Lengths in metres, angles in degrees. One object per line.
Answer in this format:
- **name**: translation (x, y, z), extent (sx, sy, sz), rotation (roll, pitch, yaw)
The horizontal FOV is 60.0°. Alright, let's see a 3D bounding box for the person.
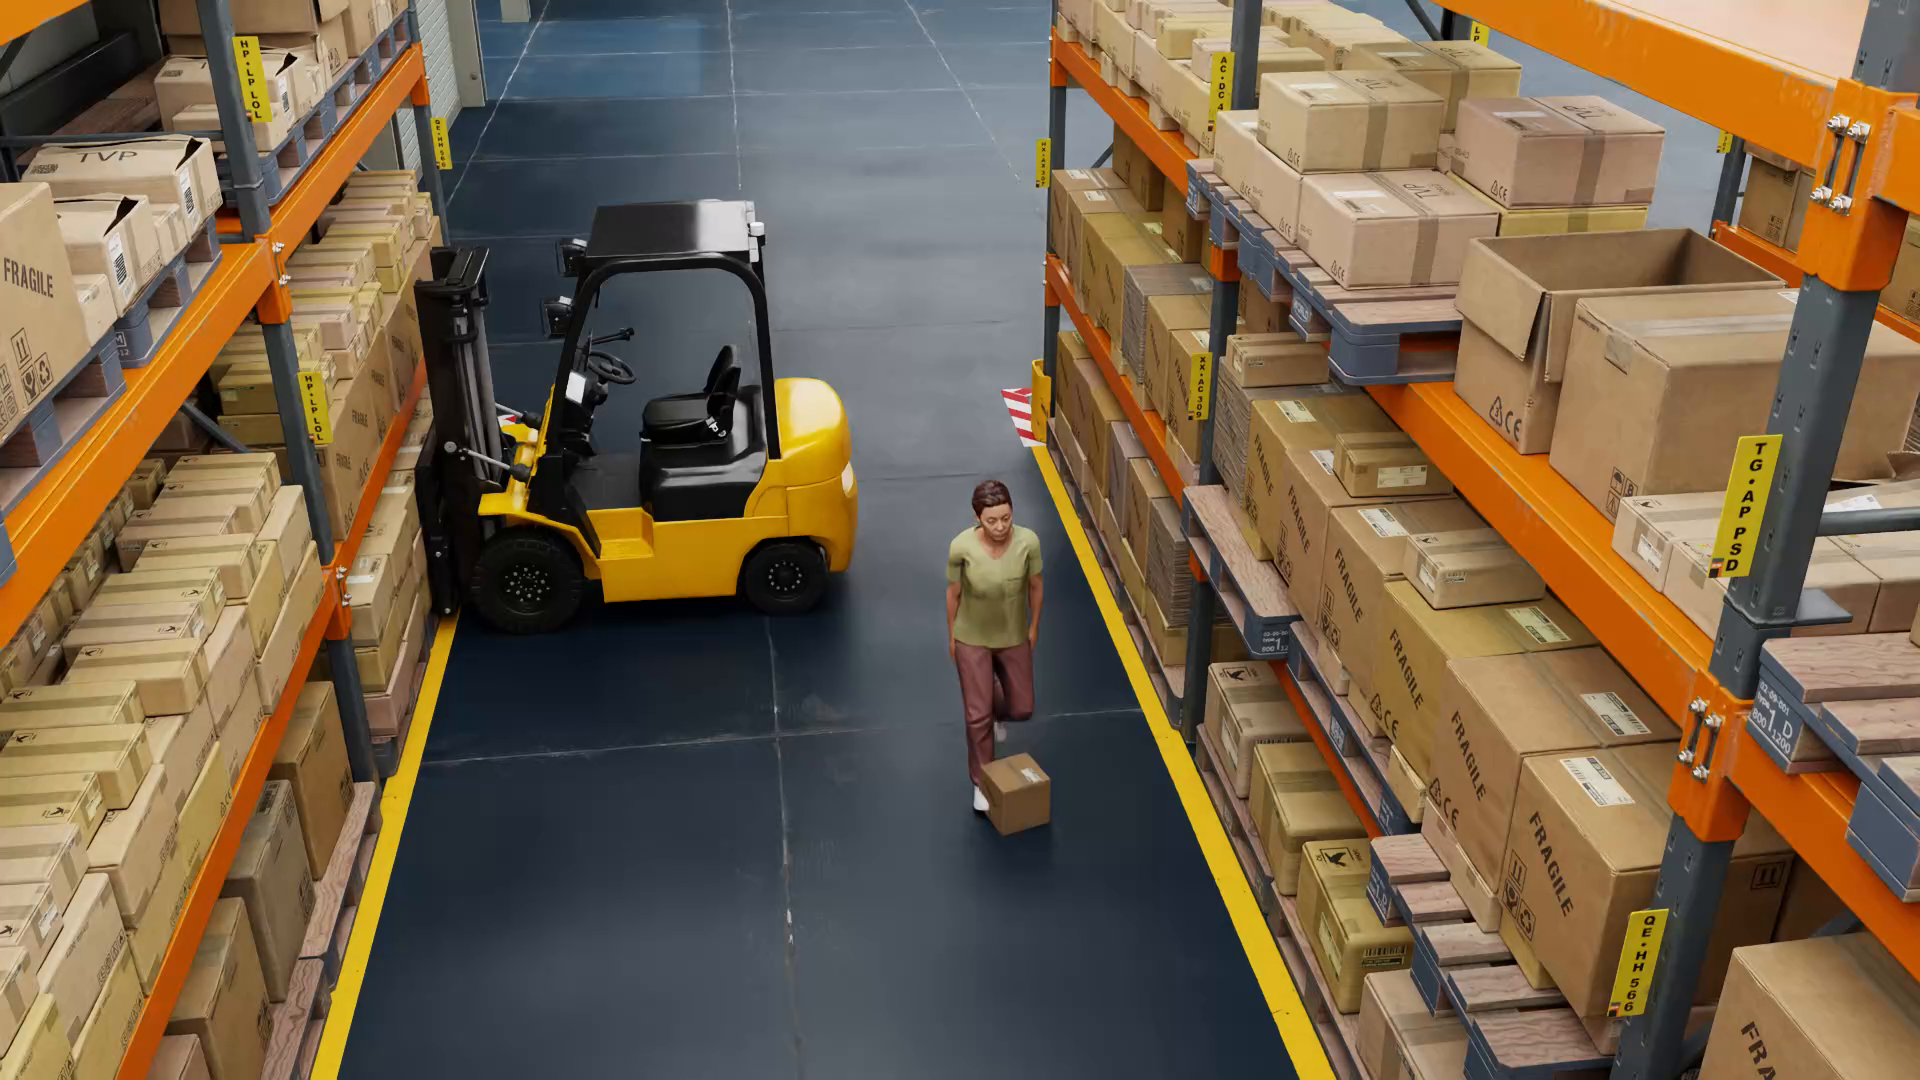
- **person**: translation (0.153, 0.420, 7.777), extent (0.457, 1.654, 0.670), rotation (-3, 27, -6)
